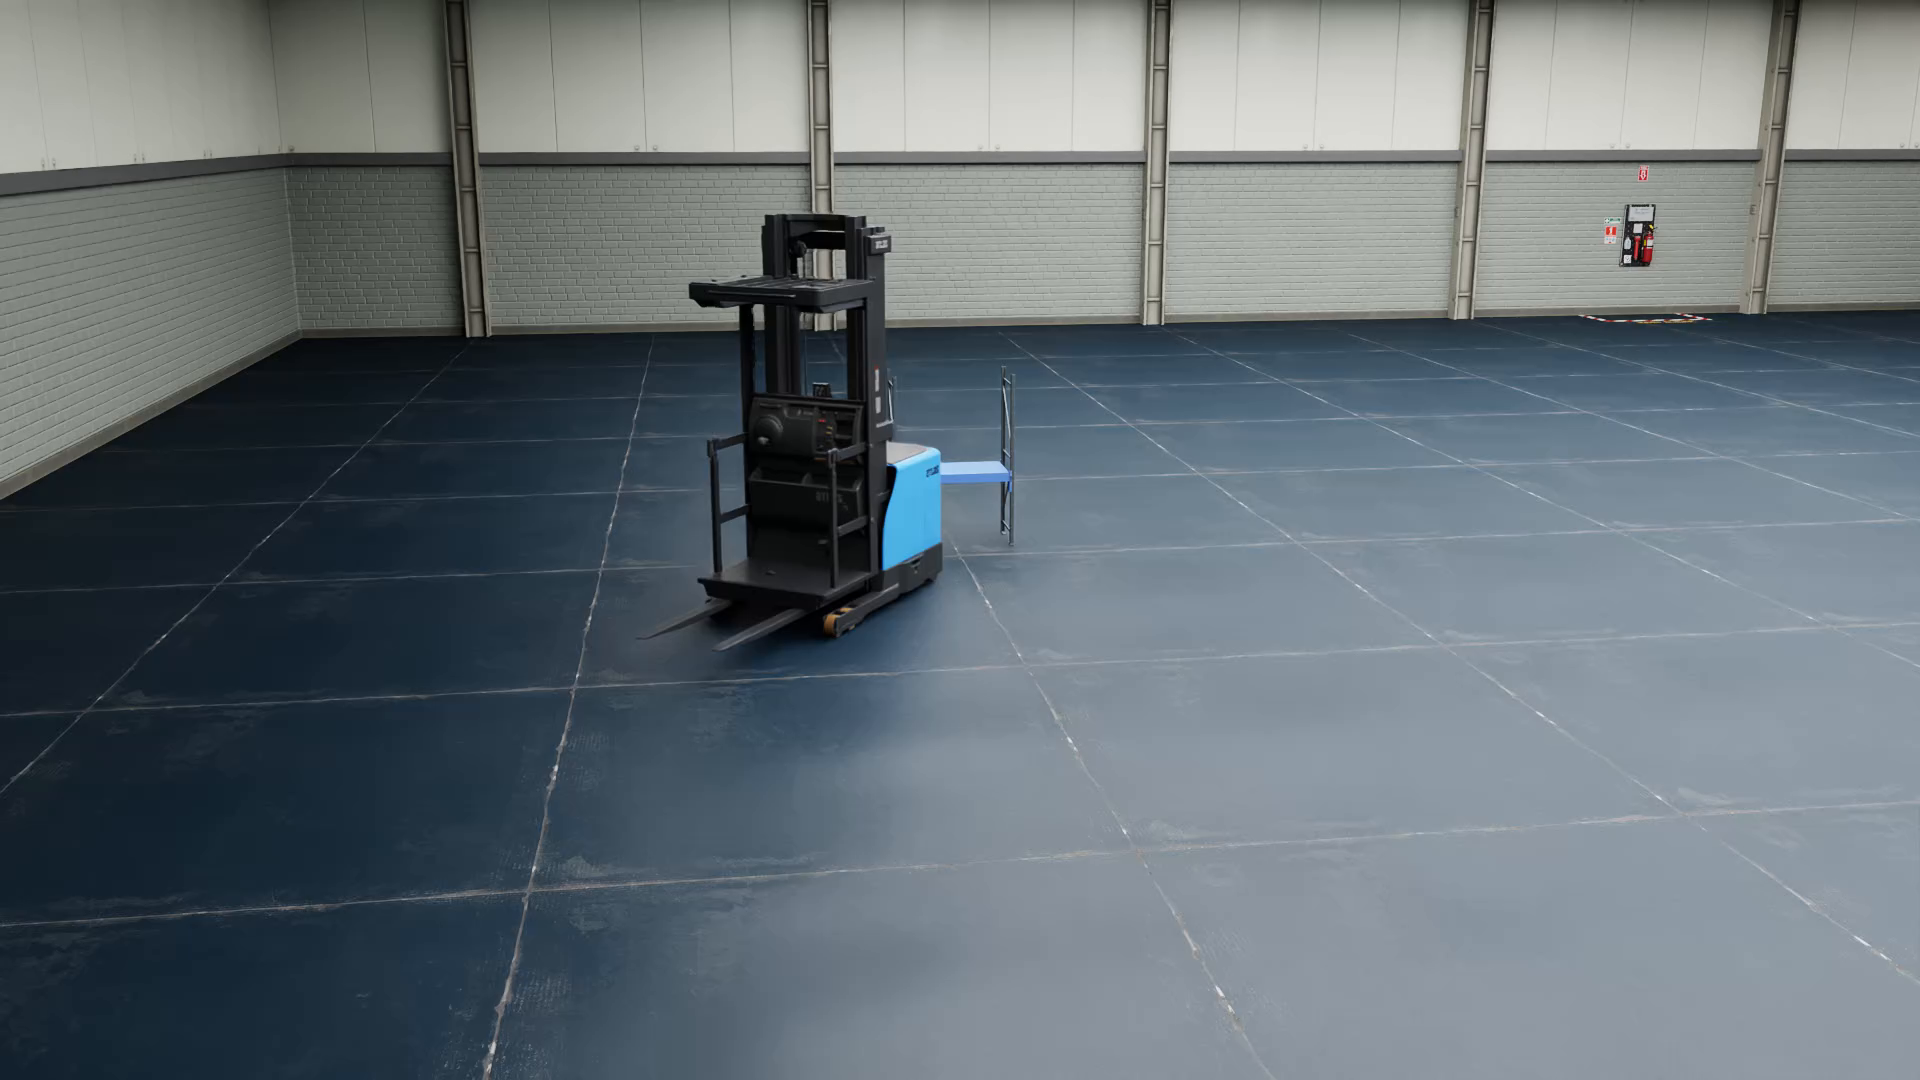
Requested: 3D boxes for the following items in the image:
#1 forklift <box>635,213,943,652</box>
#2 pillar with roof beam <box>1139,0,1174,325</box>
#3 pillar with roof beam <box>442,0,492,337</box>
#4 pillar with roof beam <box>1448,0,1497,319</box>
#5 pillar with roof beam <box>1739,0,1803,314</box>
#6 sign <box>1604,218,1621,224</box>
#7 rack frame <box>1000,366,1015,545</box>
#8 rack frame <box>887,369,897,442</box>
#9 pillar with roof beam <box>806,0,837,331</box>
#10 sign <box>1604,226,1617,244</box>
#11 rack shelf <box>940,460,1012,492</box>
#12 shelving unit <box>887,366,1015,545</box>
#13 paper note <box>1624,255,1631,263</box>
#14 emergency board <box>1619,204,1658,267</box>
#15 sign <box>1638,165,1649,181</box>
[{"bbox_3d":[-1.231,-0.845,12.065,1.130,2.935,3.031,7,16,25],"label":"forklift"},{"bbox_3d":[4.165,-7.303,25.345,0.400,9.000,9.100,-2,14,-8],"label":"pillar with roof beam"},{"bbox_3d":[-7.701,-6.869,23.611,0.400,9.000,9.100,-2,14,-8],"label":"pillar with roof beam"},{"bbox_3d":[10.098,-7.521,26.212,0.400,9.000,9.100,-2,14,-8],"label":"pillar with roof beam"},{"bbox_3d":[16.031,-7.738,27.079,0.400,9.000,9.100,-2,14,-8],"label":"pillar with roof beam"},{"bbox_3d":[12.384,-6.061,31.560,0.331,0.109,0.001,-2,14,-8],"label":"sign"},{"bbox_3d":[0.418,-0.743,14.601,0.032,1.500,0.500,-2,14,-8],"label":"rack frame"},{"bbox_3d":[-0.587,-0.706,14.454,0.032,1.500,0.500,-2,14,-8],"label":"rack frame"},{"bbox_3d":[-1.768,-7.086,24.478,0.400,9.000,9.100,-2,14,-8],"label":"pillar with roof beam"},{"bbox_3d":[12.378,-5.806,31.632,0.234,0.329,0.001,-2,14,-8],"label":"sign"},{"bbox_3d":[-0.084,-0.550,14.571,1.000,0.185,0.538,-2,14,-8],"label":"rack shelf"},{"bbox_3d":[-0.084,-0.724,14.527,1.048,1.500,0.538,-2,14,-8],"label":"shelving unit"},{"bbox_3d":[12.755,-5.367,31.765,0.142,0.148,0.016,-2,14,-8],"label":"paper note"},{"bbox_3d":[12.941,-5.784,31.617,0.643,1.169,0.194,-2,14,-8],"label":"emergency board"},{"bbox_3d":[12.918,-6.932,31.430,0.199,0.298,0.001,-2,14,-8],"label":"sign"}]
